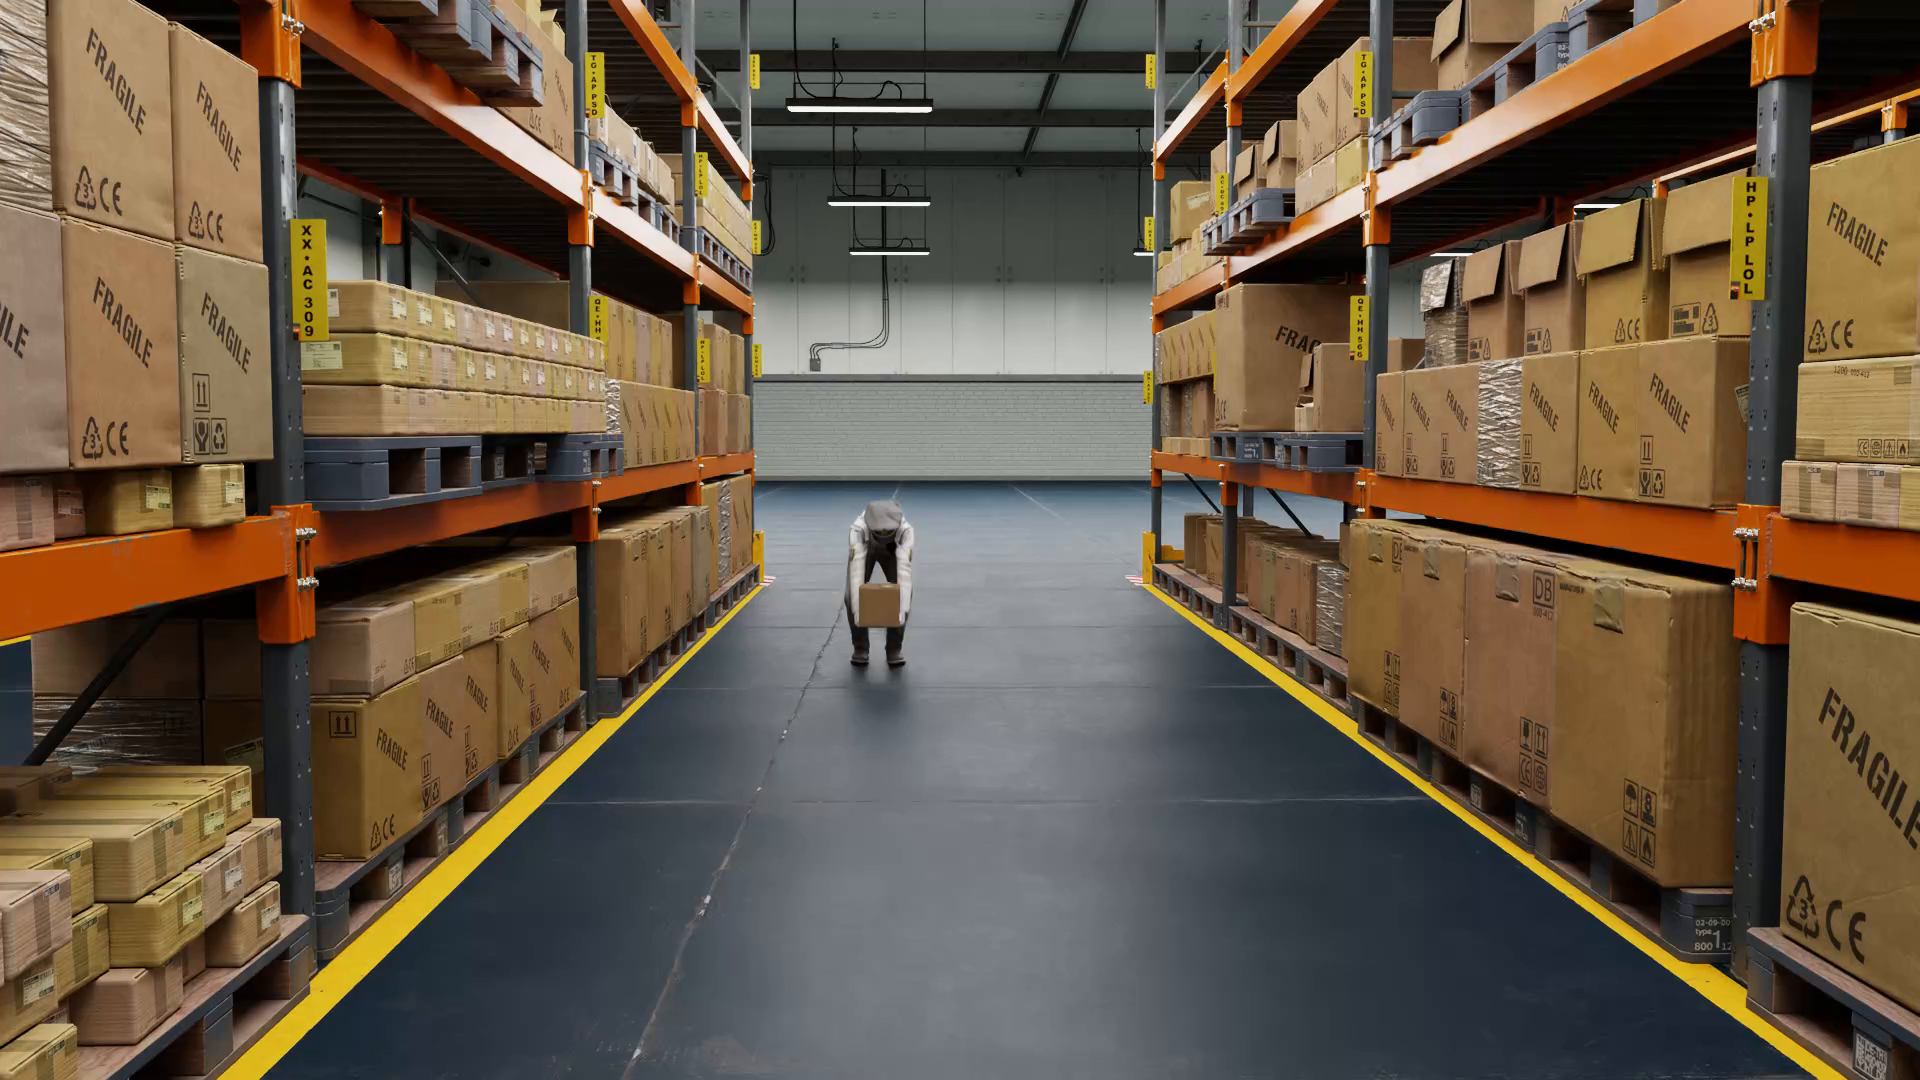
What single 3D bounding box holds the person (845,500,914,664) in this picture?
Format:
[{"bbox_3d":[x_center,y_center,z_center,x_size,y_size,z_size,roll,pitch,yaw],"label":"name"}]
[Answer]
[{"bbox_3d":[-0.523,0.274,10.742,0.445,1.086,0.919,0,4,-4],"label":"person"}]
